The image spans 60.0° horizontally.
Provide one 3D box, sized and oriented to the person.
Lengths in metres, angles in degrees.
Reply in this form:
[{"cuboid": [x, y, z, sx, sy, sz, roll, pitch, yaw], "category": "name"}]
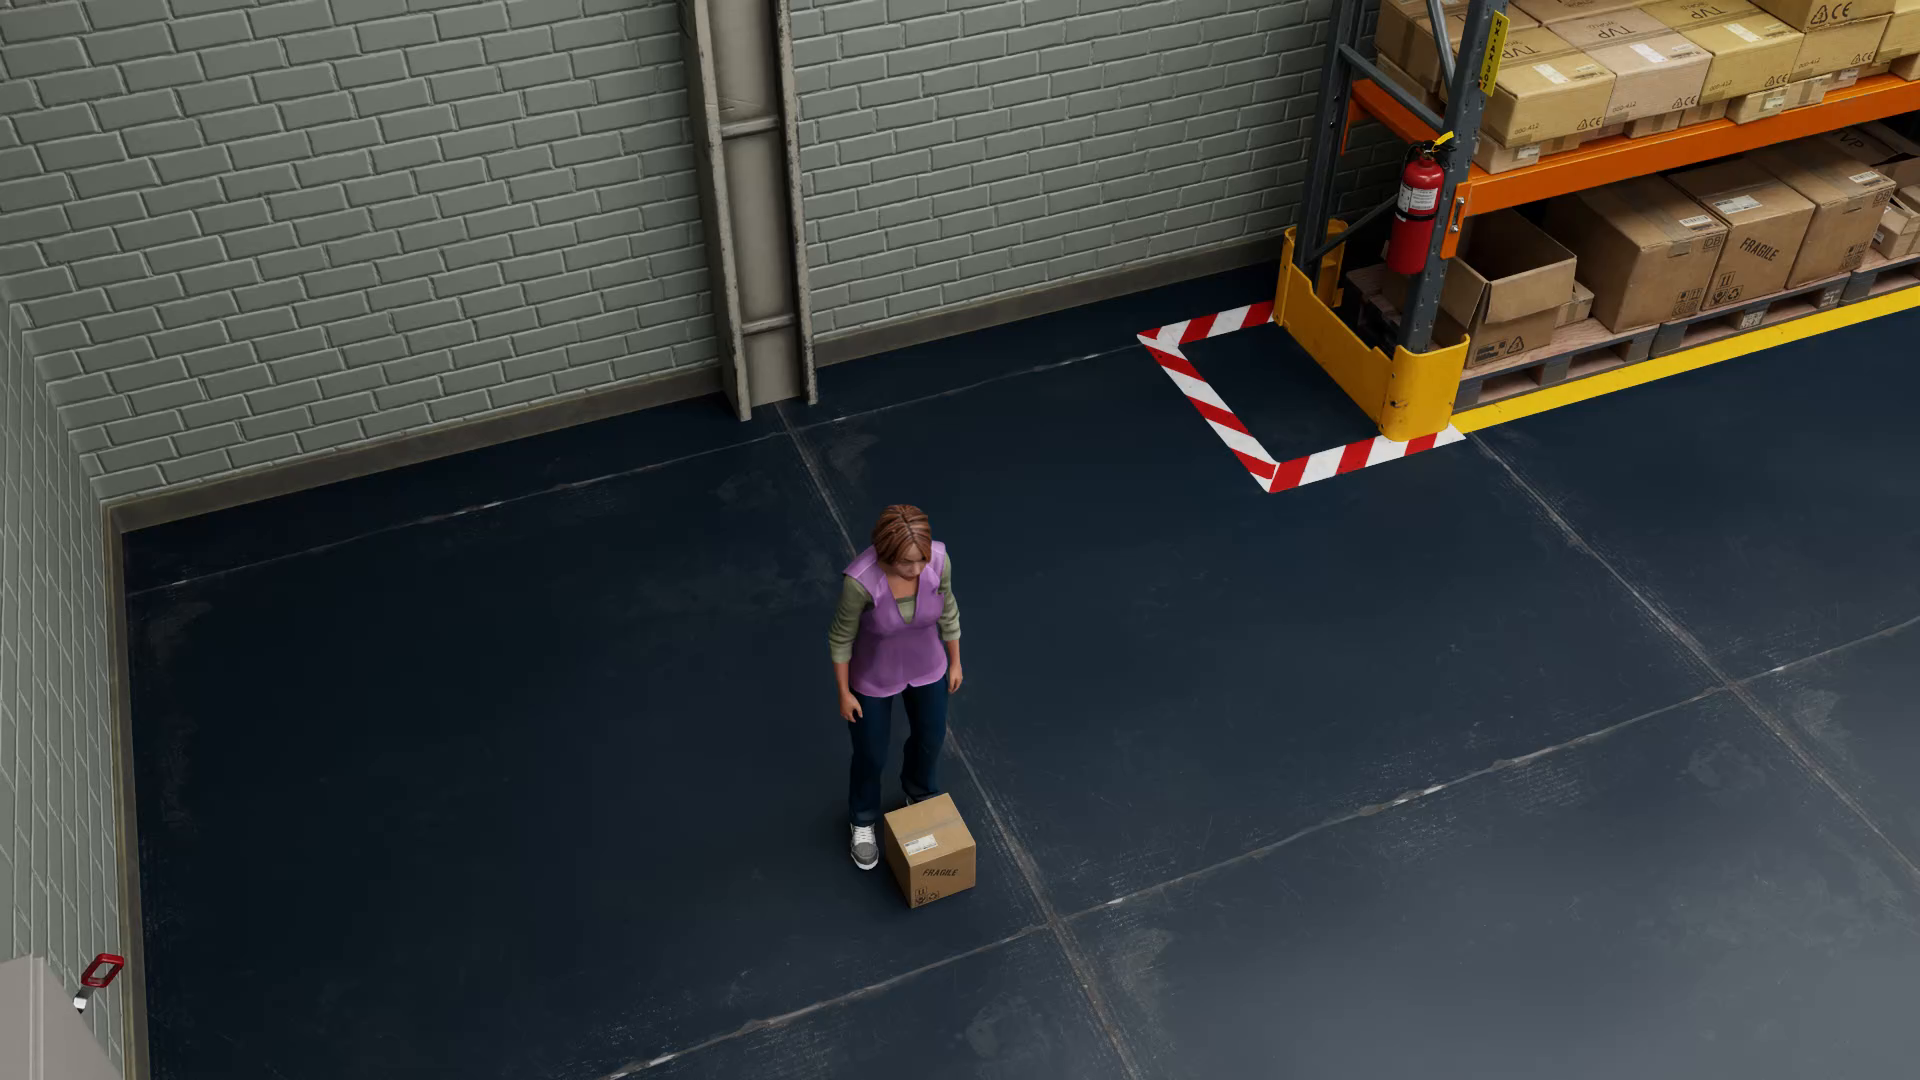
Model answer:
[{"cuboid": [-0.210, 0.468, 5.655, 0.465, 1.592, 0.347, -16, 45, -17], "category": "person"}]
